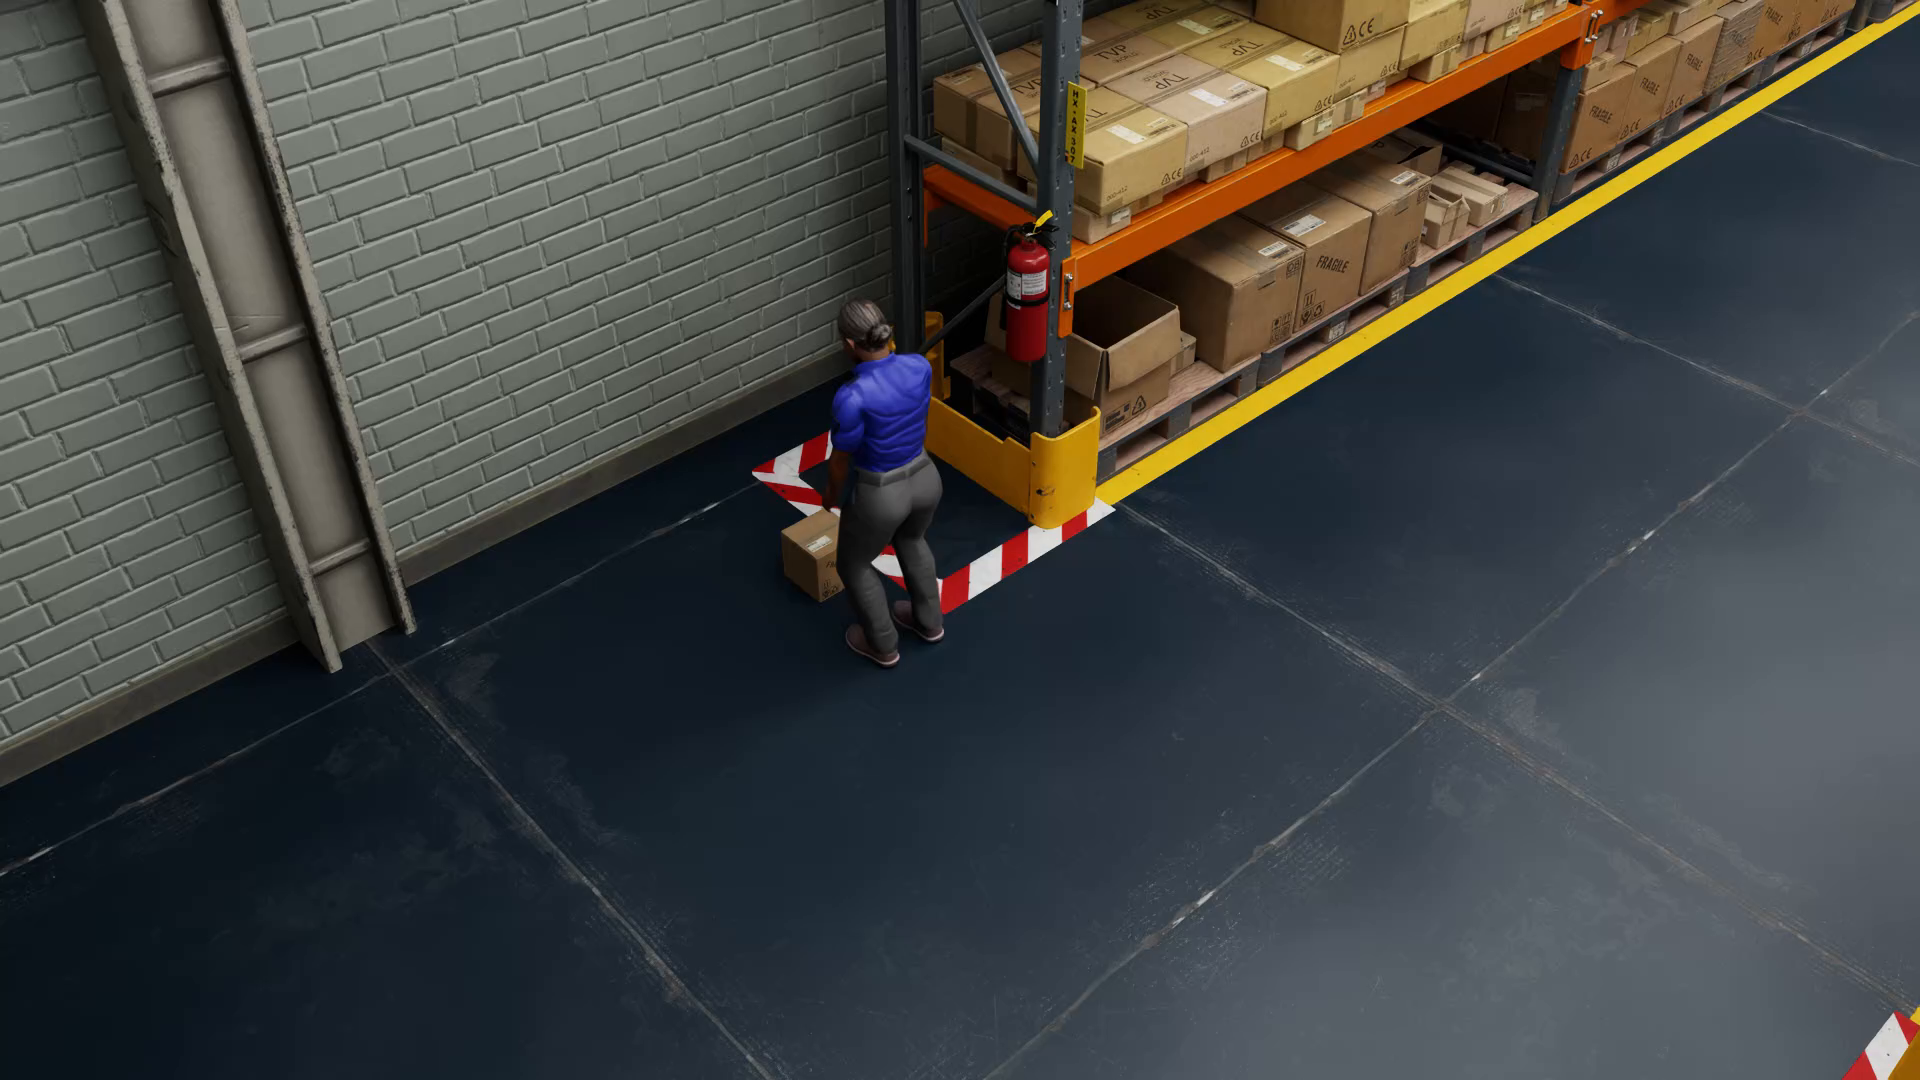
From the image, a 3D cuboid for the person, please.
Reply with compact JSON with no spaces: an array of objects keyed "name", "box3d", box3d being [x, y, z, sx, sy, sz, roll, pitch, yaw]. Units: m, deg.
[{"name":"person","box3d":[-0.301,-0.190,6.434,0.457,1.610,0.375,-28,47,-29]}]
